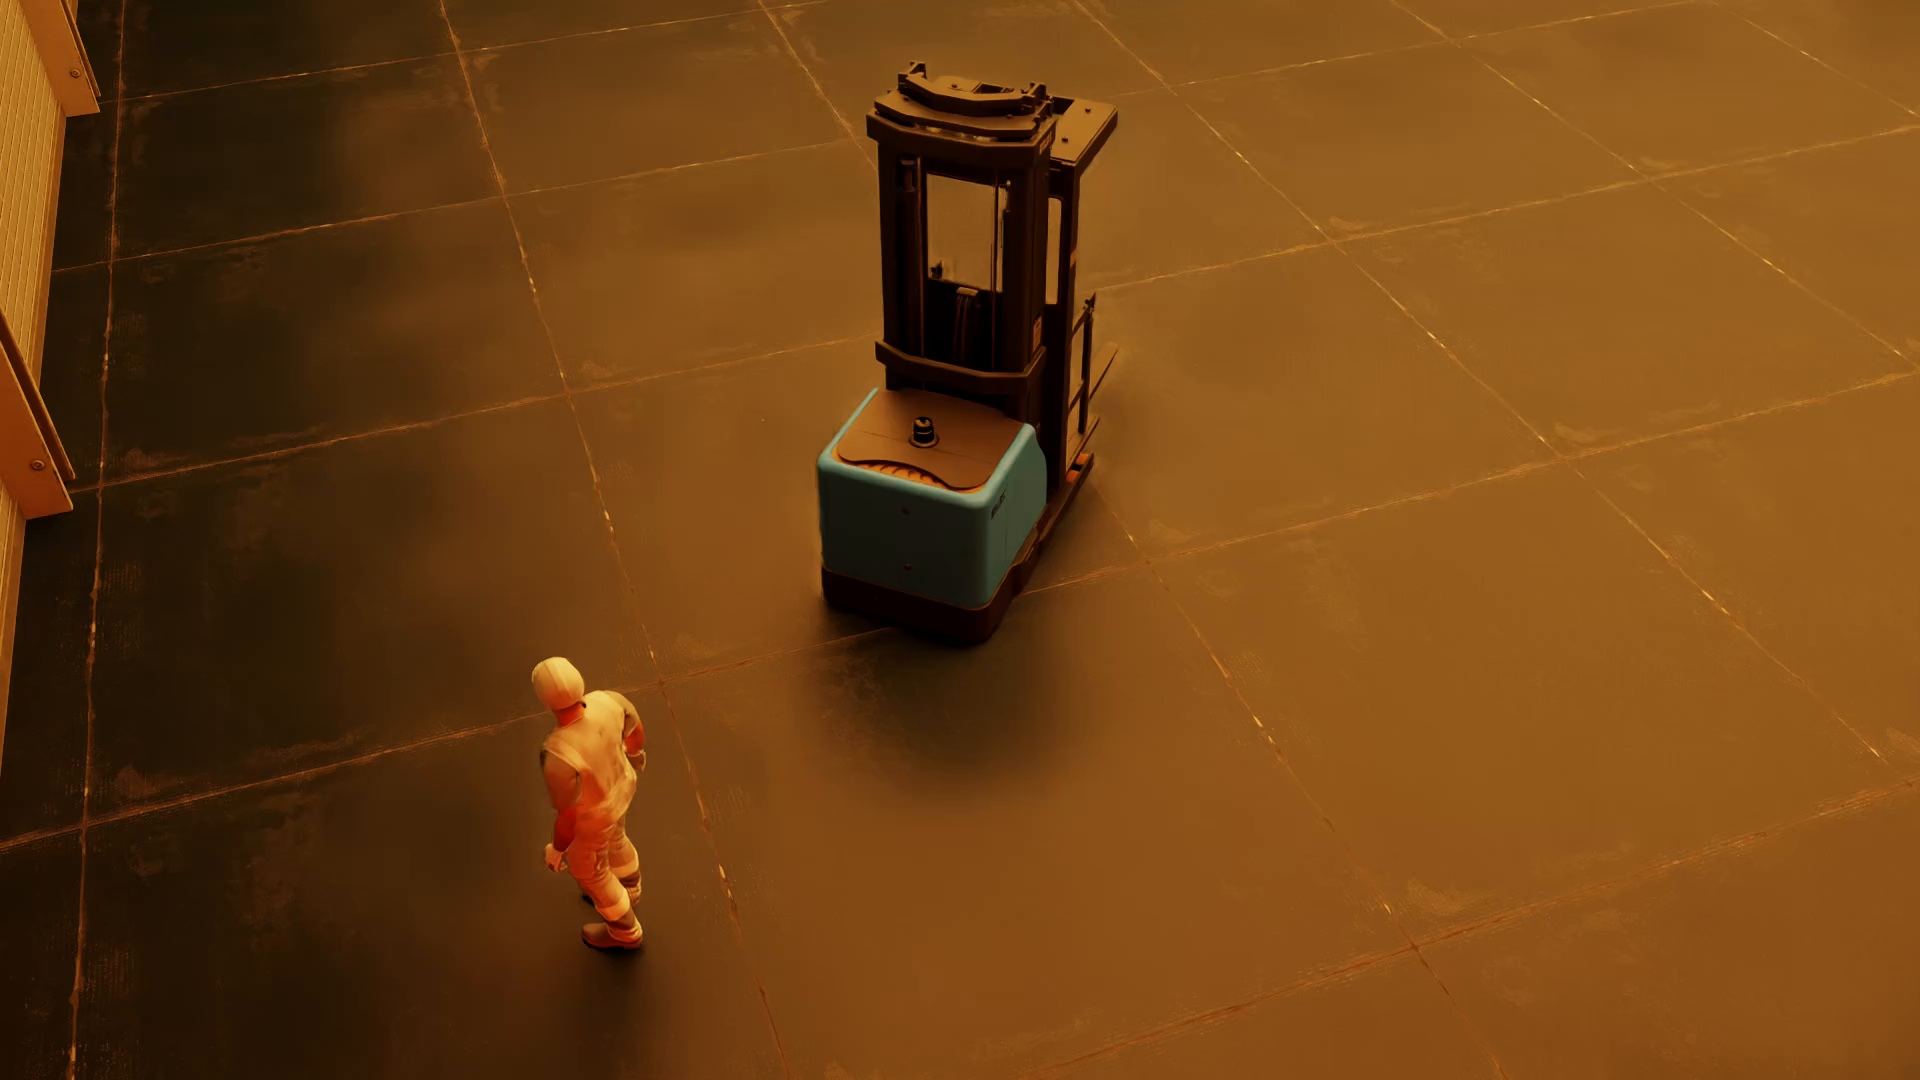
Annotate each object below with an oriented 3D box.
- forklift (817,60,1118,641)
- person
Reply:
[{"bbox_3d":[0.218,-1.498,9.781,1.130,2.935,3.031,15,42,17],"label":"forklift"},{"bbox_3d":[-1.693,1.170,7.498,0.444,1.786,0.722,13,42,15],"label":"person"}]
